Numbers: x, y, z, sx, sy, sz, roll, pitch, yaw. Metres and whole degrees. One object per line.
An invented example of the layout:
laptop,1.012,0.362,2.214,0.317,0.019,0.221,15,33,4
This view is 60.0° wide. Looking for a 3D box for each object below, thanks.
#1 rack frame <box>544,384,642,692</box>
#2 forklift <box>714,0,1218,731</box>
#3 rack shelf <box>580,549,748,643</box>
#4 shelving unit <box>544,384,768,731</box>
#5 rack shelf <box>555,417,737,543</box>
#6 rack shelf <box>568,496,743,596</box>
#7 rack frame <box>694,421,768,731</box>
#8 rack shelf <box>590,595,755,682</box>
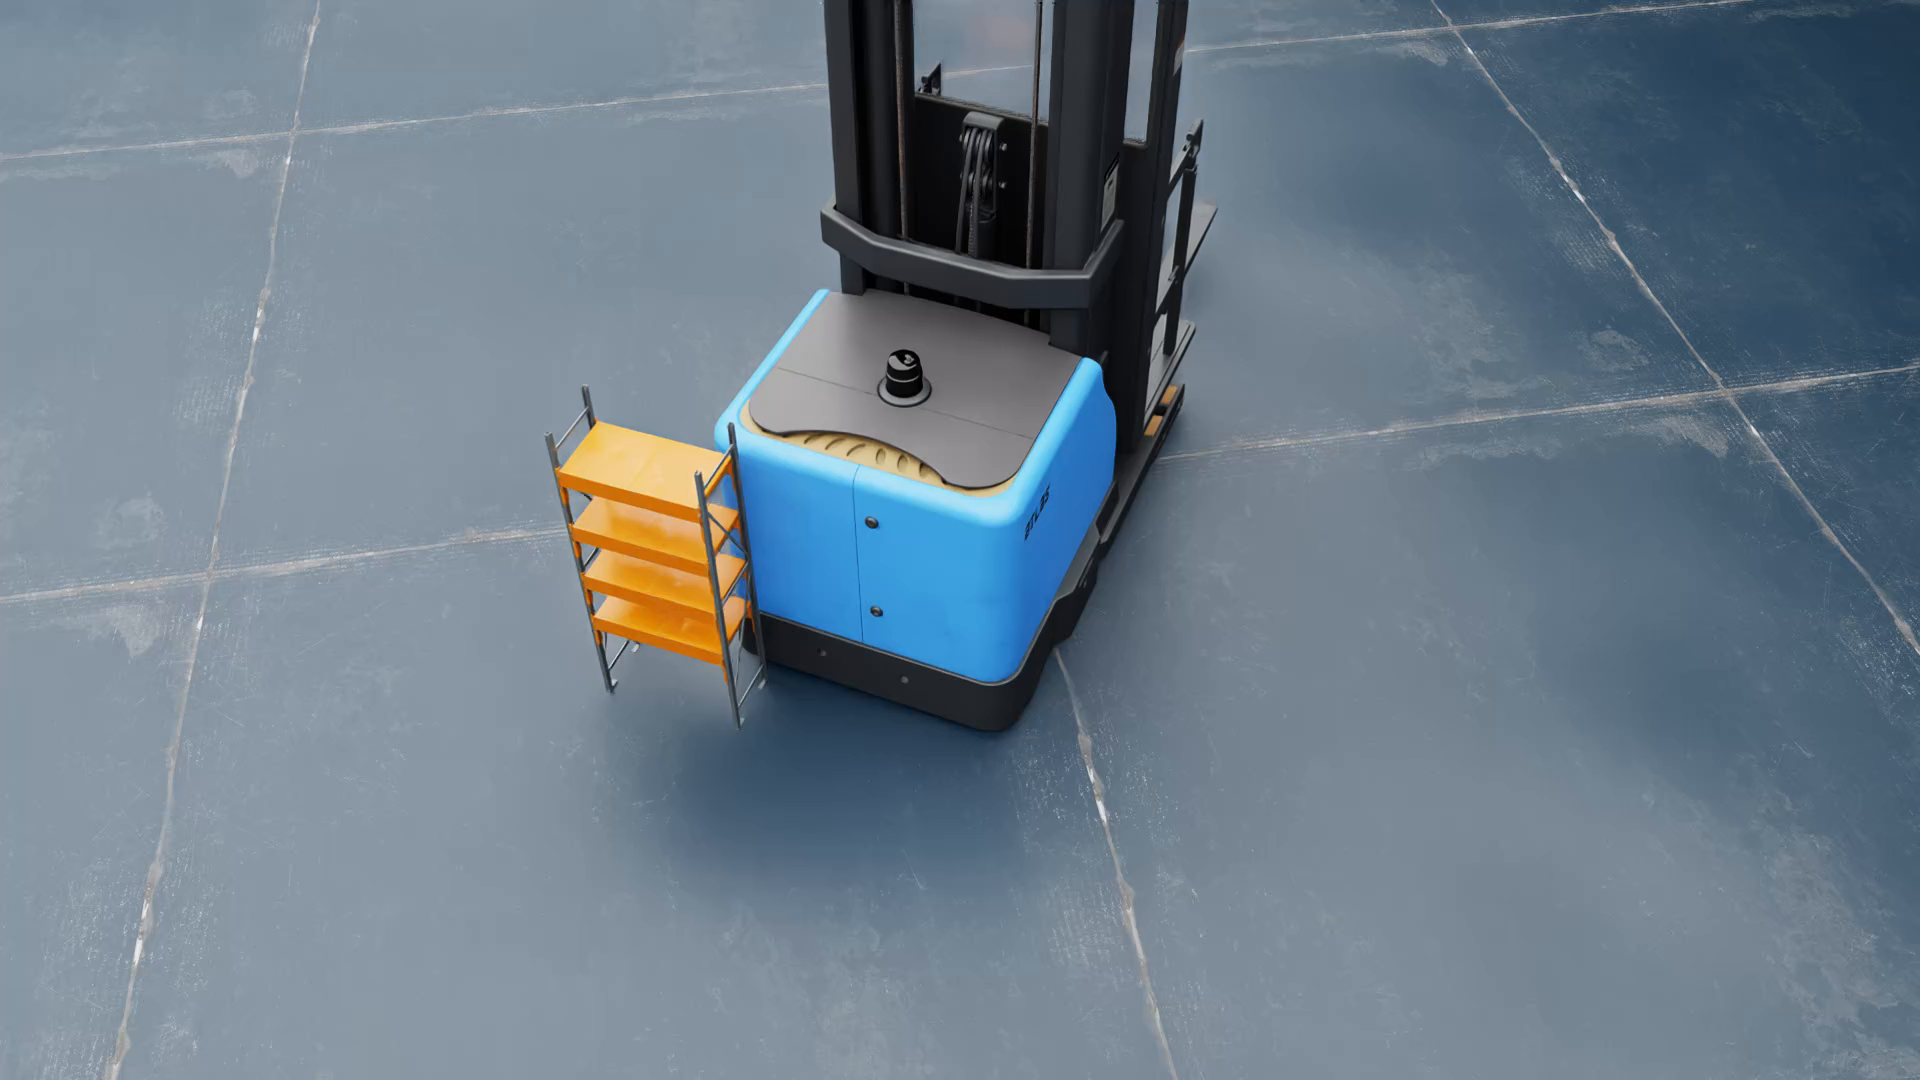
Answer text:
rack frame,-1.174,0.027,5.391,0.015,1.200,0.240,15,48,14
forklift,0.255,-1.460,5.621,1.130,2.935,3.031,17,48,15
rack shelf,-0.944,0.134,5.381,0.480,0.148,0.258,15,48,14
shelving unit,-0.944,0.087,5.333,0.503,1.200,0.258,15,48,14
rack shelf,-0.944,-0.185,5.050,0.480,0.148,0.258,15,48,14
rack shelf,-0.944,-0.021,5.220,0.480,0.148,0.258,15,48,14
rack frame,-0.715,0.148,5.275,0.015,1.200,0.240,15,48,14
rack shelf,-0.944,0.272,5.524,0.480,0.148,0.258,15,48,14
